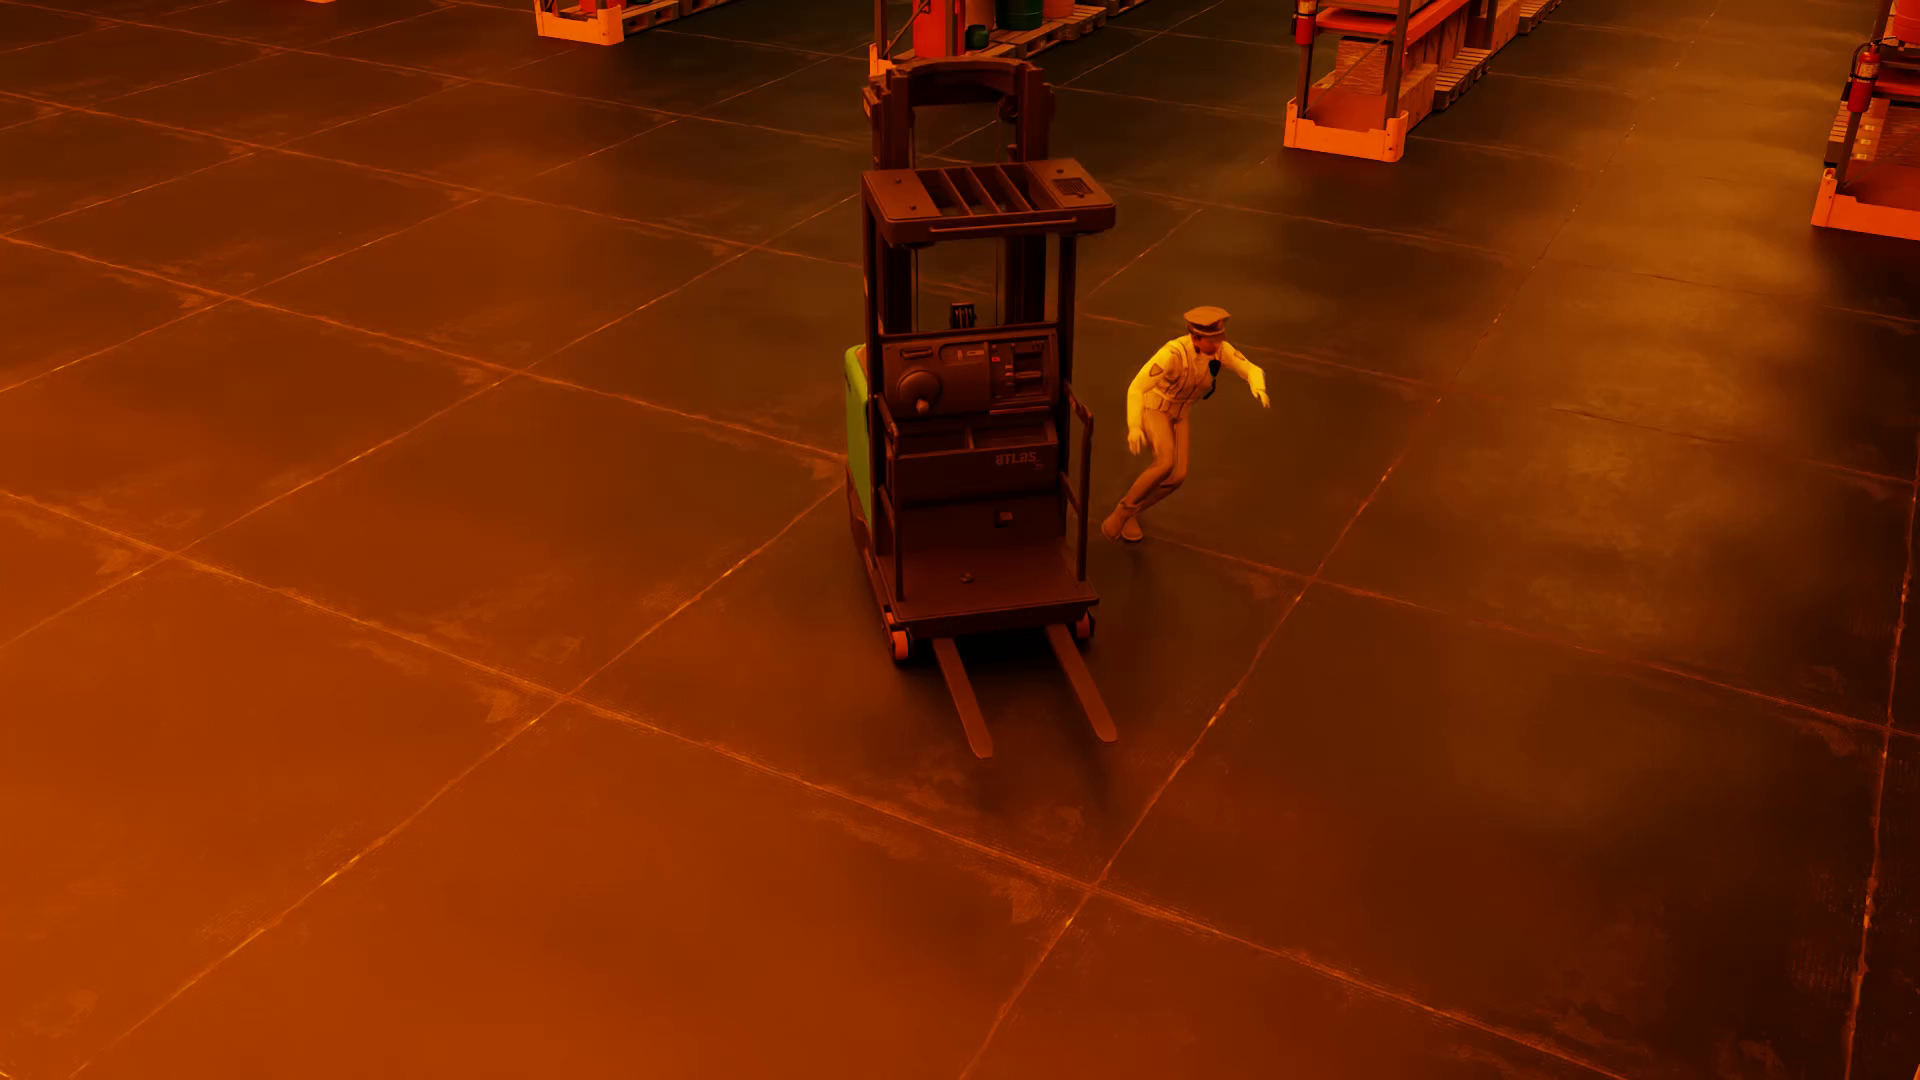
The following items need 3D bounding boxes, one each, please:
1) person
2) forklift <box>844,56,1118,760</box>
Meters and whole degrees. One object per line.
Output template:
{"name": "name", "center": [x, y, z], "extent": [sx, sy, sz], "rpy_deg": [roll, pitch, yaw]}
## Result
{"name": "person", "center": [1.289, -0.642, 9.689], "extent": [0.992, 1.429, 0.857], "rpy_deg": [-21, 36, -32]}
{"name": "forklift", "center": [0.107, -0.827, 8.503], "extent": [1.130, 2.935, 3.031], "rpy_deg": [-6, 31, -10]}
